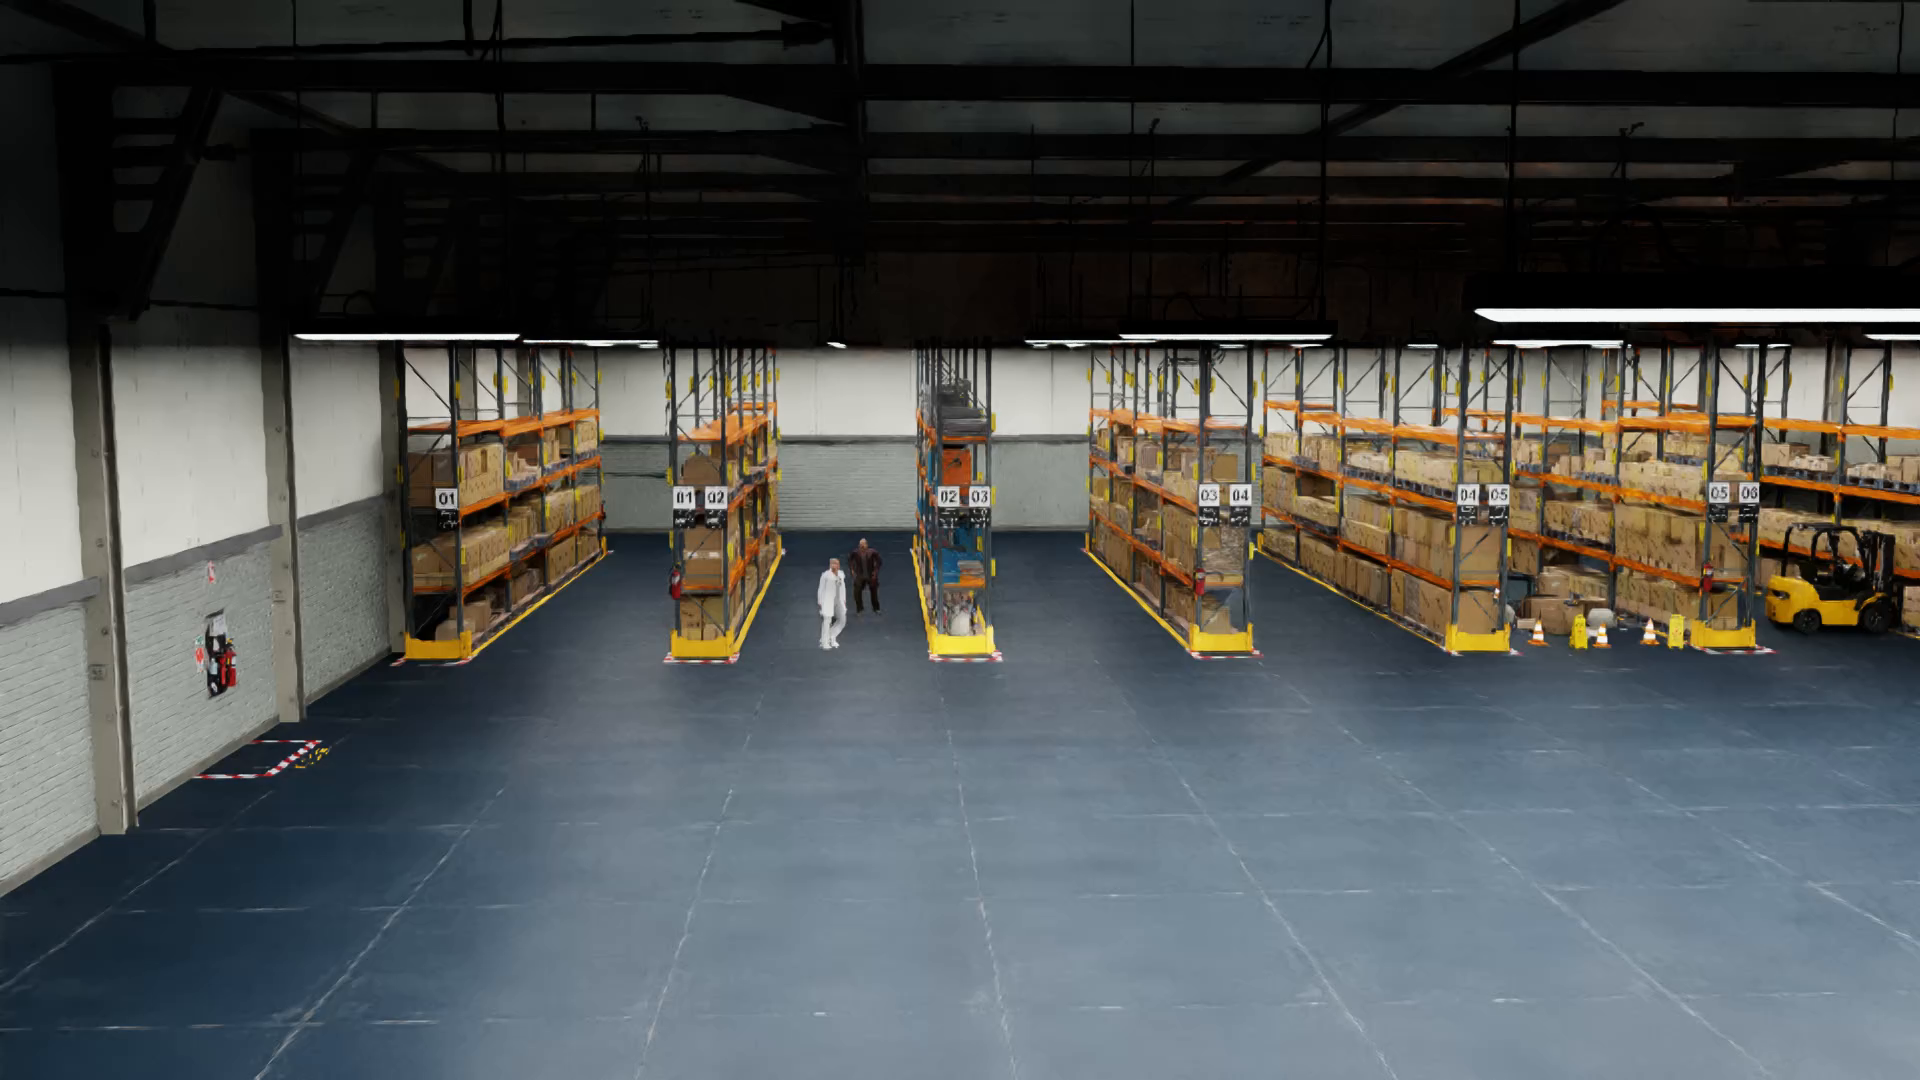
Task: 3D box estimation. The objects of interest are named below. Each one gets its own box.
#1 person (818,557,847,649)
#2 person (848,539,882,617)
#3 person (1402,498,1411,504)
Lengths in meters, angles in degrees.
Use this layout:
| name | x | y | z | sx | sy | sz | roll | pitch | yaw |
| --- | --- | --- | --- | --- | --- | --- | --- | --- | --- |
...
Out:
| name | x | y | z | sx | sy | sz | roll | pitch | yaw |
| --- | --- | --- | --- | --- | --- | --- | --- | --- | --- |
| person | -2.459 | 1.201 | 31.972 | 0.595 | 1.766 | 0.503 | -6 | 9 | -42 |
| person | -2.058 | 0.789 | 36.099 | 0.756 | 1.696 | 0.730 | 0 | 6 | 2 |
| person | 12.617 | -0.442 | 47.005 | 0.495 | 1.668 | 0.653 | 0 | 6 | -3 |
